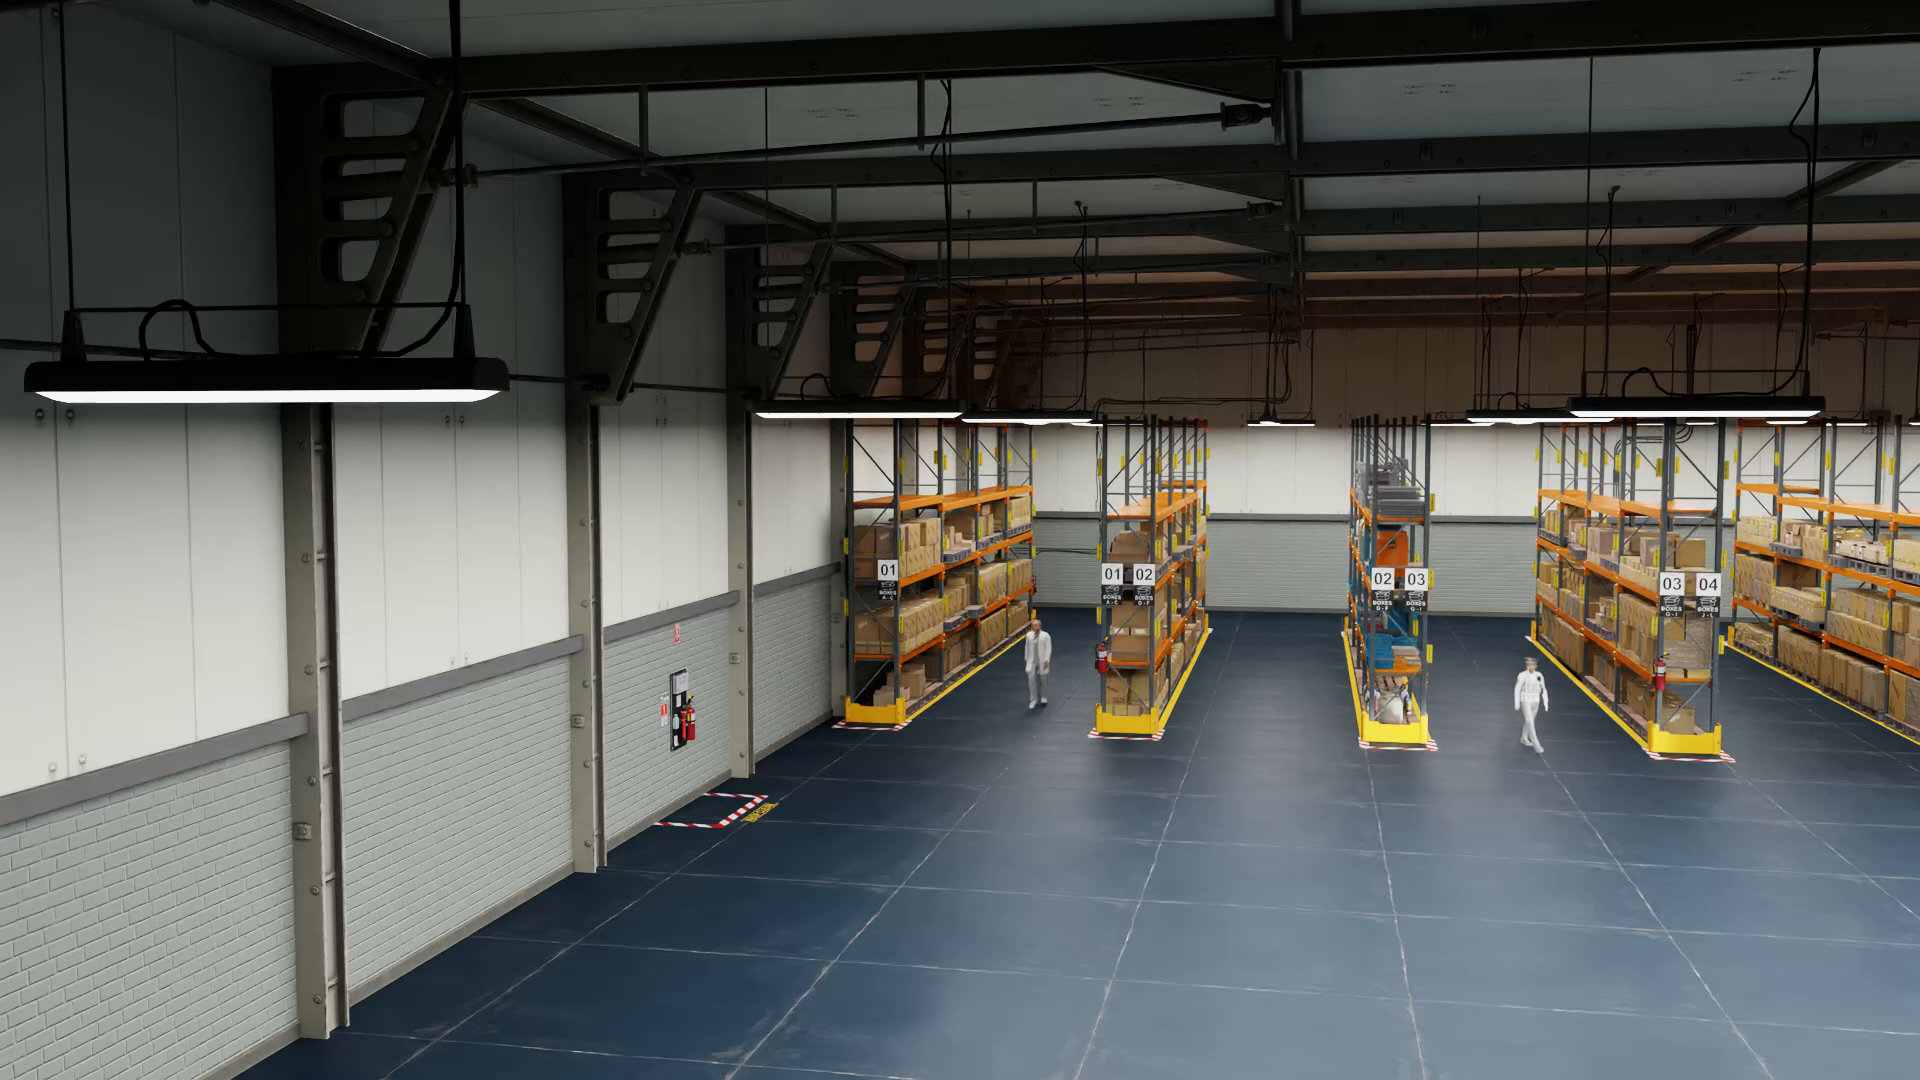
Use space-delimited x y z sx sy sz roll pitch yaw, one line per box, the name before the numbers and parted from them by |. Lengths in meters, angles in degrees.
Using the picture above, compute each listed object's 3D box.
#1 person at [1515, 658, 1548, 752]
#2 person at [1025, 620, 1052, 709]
person | 10.216 2.907 29.653 0.514 1.635 0.905 -1 4 -8
person | 1.600 2.562 34.452 0.617 1.818 0.845 1 4 16
